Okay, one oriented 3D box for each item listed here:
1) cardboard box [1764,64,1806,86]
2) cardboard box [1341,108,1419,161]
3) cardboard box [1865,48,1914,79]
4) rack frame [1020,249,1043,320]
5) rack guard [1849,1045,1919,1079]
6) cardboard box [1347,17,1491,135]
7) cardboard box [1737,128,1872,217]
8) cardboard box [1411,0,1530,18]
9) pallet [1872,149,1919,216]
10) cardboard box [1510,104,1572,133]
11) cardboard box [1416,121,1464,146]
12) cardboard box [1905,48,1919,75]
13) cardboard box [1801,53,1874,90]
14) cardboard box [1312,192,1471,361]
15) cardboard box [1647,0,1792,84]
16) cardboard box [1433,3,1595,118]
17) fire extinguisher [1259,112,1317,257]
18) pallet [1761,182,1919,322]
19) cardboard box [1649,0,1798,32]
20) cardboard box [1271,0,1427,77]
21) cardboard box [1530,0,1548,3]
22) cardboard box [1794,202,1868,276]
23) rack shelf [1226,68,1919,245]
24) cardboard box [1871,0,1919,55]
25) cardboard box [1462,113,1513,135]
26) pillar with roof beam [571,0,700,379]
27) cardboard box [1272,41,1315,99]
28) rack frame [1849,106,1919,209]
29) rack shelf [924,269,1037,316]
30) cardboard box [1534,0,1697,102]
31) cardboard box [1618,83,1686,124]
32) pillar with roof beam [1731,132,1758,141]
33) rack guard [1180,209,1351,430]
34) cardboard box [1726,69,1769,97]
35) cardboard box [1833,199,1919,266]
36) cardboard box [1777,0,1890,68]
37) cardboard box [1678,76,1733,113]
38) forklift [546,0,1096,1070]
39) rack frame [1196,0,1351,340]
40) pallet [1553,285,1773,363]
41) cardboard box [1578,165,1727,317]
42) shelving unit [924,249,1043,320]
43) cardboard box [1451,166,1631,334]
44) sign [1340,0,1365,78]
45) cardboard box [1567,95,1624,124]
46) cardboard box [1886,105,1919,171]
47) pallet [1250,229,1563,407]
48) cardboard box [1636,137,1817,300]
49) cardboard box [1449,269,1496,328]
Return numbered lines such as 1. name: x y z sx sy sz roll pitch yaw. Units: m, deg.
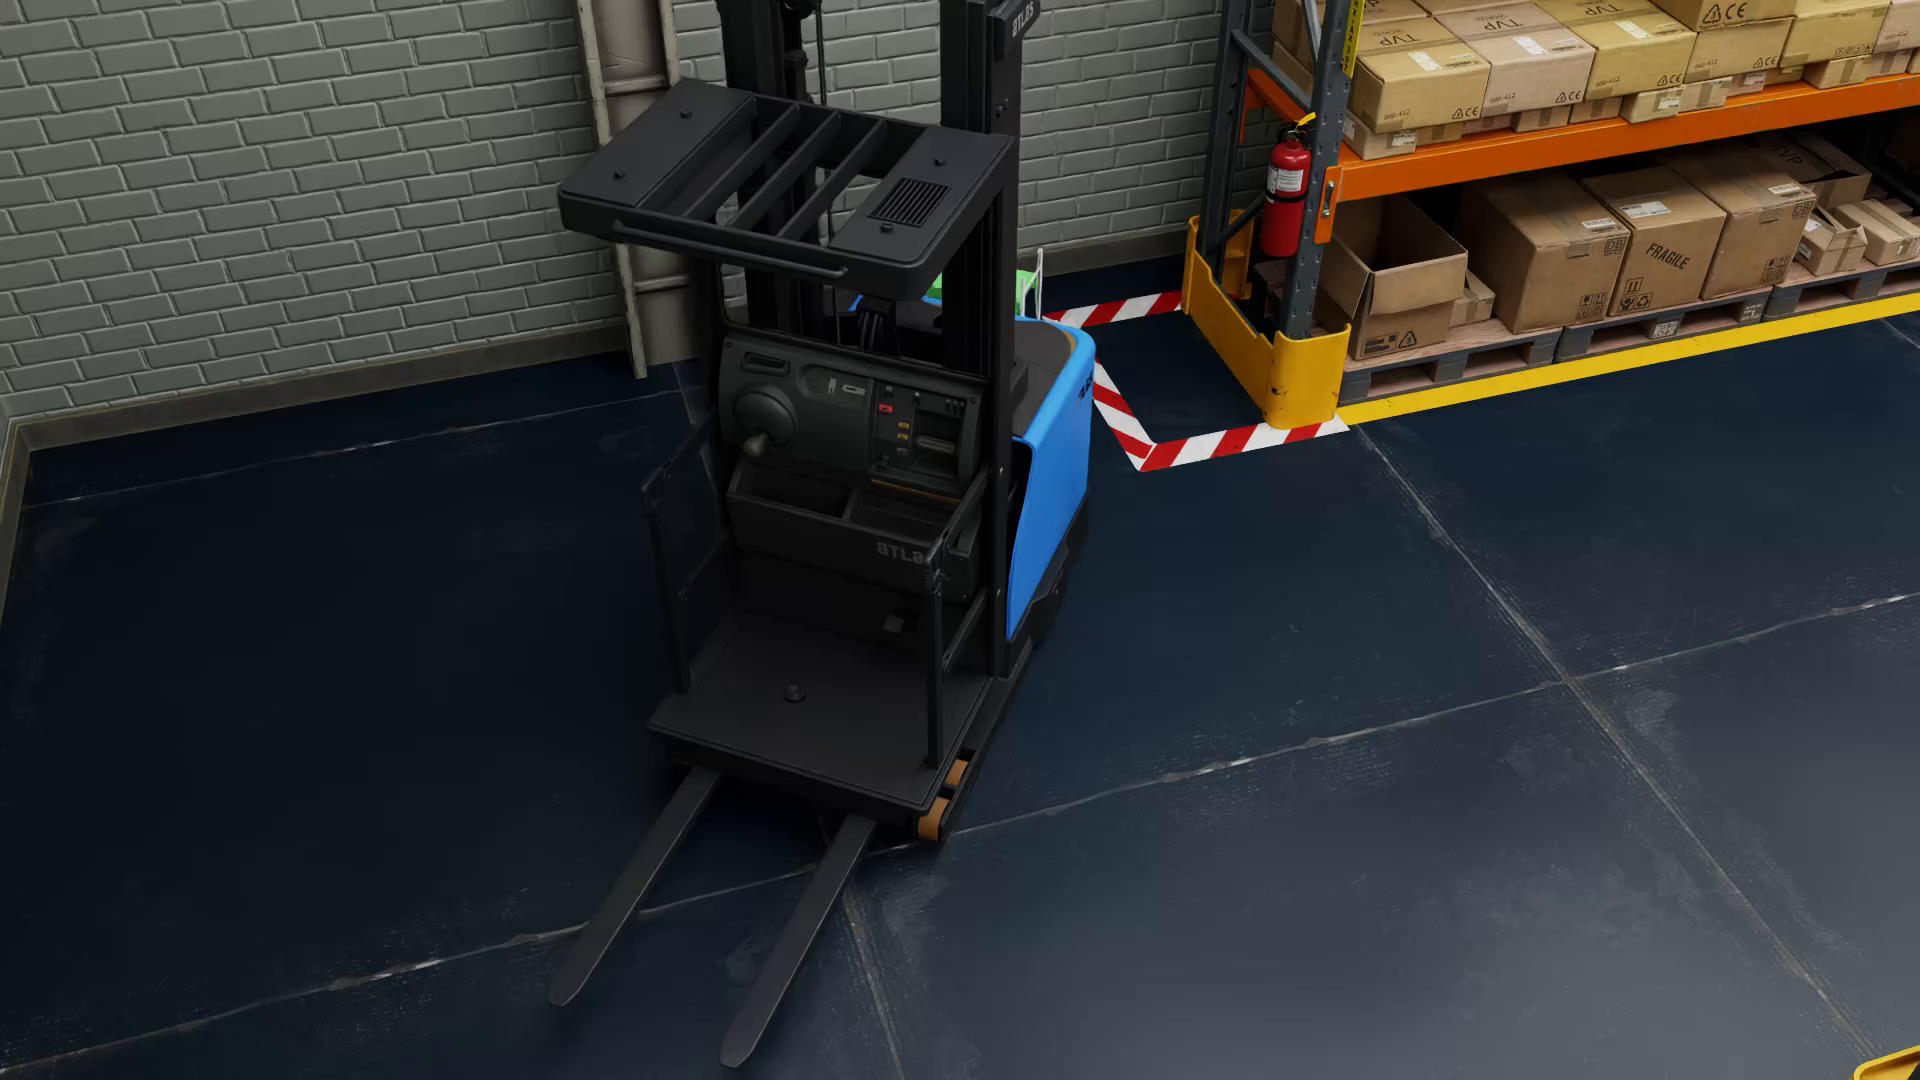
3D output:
1. cardboard box: 3.726 -2.282 7.773 0.250 0.149 0.380 -11 42 -12
2. cardboard box: 1.791 -1.821 7.245 0.250 0.149 0.380 -12 43 -13
3. cardboard box: 4.241 -2.331 7.829 0.250 0.149 0.380 -11 42 -12
4. rack frame: 0.289 -0.663 7.097 0.015 1.200 0.240 14 43 15
5. rack guard: 2.866 2.038 4.538 0.348 0.500 1.175 -12 42 -13
6. cardboard box: 1.908 -1.999 7.146 0.500 0.250 0.500 -11 42 -13
7. cardboard box: 4.509 -1.976 8.957 0.500 0.311 0.500 -10 42 -12
8. cardboard box: 2.246 -2.437 7.647 0.500 0.250 0.500 -12 42 -13
9. pallet: 5.974 -1.947 9.319 1.213 0.211 1.003 -12 42 -13
10. cardboard box: 2.519 -1.985 7.434 0.250 0.149 0.380 -10 42 -12
11. cardboard box: 2.019 -1.900 7.336 0.250 0.149 0.380 -11 42 -12
12. cardboard box: 4.499 -2.365 7.869 0.250 0.149 0.380 -11 42 -12
13. cardboard box: 4.006 -2.262 7.751 0.250 0.149 0.380 -12 43 -14
14. cardboard box: 2.007 -1.302 8.039 0.637 0.503 0.797 -13 43 -15
15. cardboard box: 3.353 -2.315 7.508 0.500 0.250 0.500 -13 43 -14
16. cardboard box: 2.389 -2.099 7.260 0.500 0.250 0.500 -11 42 -13
17. fire extinguisher: 1.393 -1.534 7.068 0.183 0.674 0.296 -12 42 -13
18. pallet: 4.555 -1.628 8.953 1.213 0.211 1.003 -12 42 -13
19. cardboard box: 3.339 -2.578 7.239 0.500 0.500 0.500 -11 42 -12
20. cardboard box: 1.754 -2.336 7.531 0.500 0.250 0.500 -11 42 -12
21. cardboard box: 2.720 -2.532 7.756 0.500 0.250 0.500 -10 42 -12
22. cardboard box: 4.426 -1.577 8.534 0.258 0.266 0.396 -10 42 -12
23. rack shelf: 3.302 -2.147 7.974 4.000 0.370 1.077 -12 42 -13
24. cardboard box: 4.324 -2.507 7.727 0.500 0.250 0.500 -12 42 -13
25. cardboard box: 2.260 -1.974 7.420 0.250 0.149 0.380 -12 43 -14
26. pillar with roof beam: -0.155 -1.613 2.257 0.400 9.000 9.100 -12 42 -13
27. cardboard box: 1.630 -2.162 7.636 0.250 0.149 0.380 -12 43 -14
28. rack frame: 5.210 -2.813 8.190 0.127 3.000 1.000 -12 42 -13
29. rack shelf: 0.061 -1.032 6.887 0.480 0.148 0.258 14 43 15
30. cardboard box: 2.872 -2.201 7.377 0.500 0.250 0.500 -12 43 -14
31. cardboard box: 3.034 -2.044 7.501 0.250 0.149 0.380 -13 43 -14
32. pillar with roof beam: 5.568 -2.799 3.614 0.400 9.000 9.100 -12 42 -13
33. rack guard: 1.467 -1.096 8.125 0.348 0.500 1.175 -12 42 -13
34. cardboard box: 3.505 -2.203 7.683 0.250 0.149 0.380 -12 43 -13
35. cardboard box: 4.767 -1.603 8.653 0.250 0.149 0.380 -13 43 -14
36. cardboard box: 3.844 -2.416 7.624 0.500 0.250 0.500 -12 43 -13
37. cardboard box: 3.279 -2.109 7.575 0.250 0.149 0.380 -11 42 -12
38. forklift: -0.452 -0.331 5.402 1.130 2.935 3.031 14 43 16
39. rack frame: 1.395 -2.023 7.285 0.127 3.000 1.000 -12 42 -13
40. pallet: 3.389 -1.384 8.674 1.213 0.211 1.003 -12 42 -13
41. cardboard box: 3.368 -1.487 8.253 0.500 0.500 0.500 -11 42 -12
42. shelving unit: 0.061 -0.719 7.161 0.503 1.200 0.258 14 43 15
43. cardboard box: 2.834 -1.445 8.205 0.500 0.500 0.700 -10 42 -11
44. sign: 1.558 -2.008 6.611 0.005 0.325 0.100 -12 42 -13
45. cardboard box: 2.771 -2.041 7.498 0.250 0.149 0.380 -11 42 -12
46. cardboard box: 5.589 -2.313 9.198 0.500 0.500 0.500 -12 43 -13
47. pallet: 2.227 -1.146 8.401 1.213 0.211 1.003 -12 42 -13
48. cardboard box: 3.824 -1.651 8.440 0.500 0.500 0.700 -13 43 -15
49. cardboard box: 2.424 -1.228 8.223 0.250 0.149 0.380 -13 43 -15
